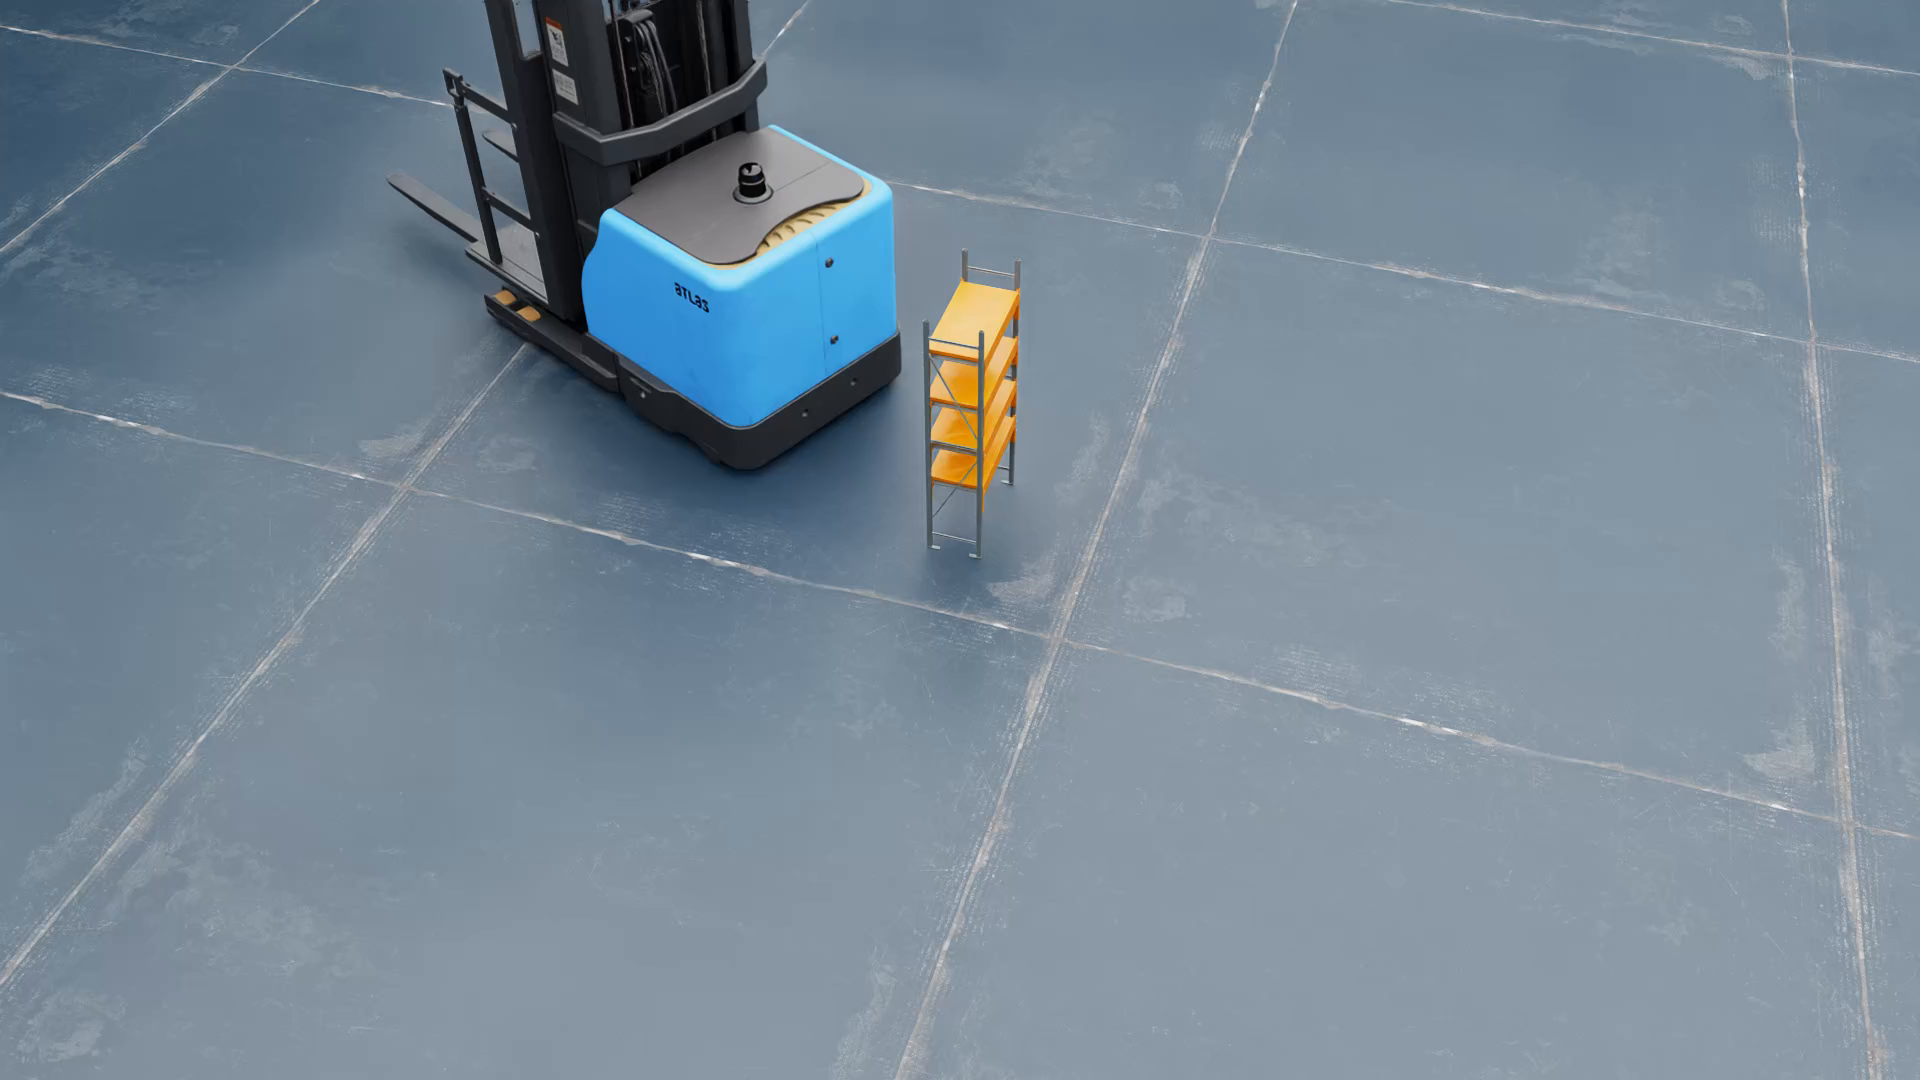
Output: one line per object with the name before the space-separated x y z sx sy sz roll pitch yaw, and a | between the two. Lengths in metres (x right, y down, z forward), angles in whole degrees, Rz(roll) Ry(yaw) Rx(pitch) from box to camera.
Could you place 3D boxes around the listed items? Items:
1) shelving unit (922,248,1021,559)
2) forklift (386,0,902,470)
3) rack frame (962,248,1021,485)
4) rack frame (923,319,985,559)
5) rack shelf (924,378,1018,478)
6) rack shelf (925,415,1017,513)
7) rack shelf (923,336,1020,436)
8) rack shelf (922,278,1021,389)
shelving unit | 0.050 -0.539 6.842 0.258 1.200 0.503 13 46 12
forklift | -1.701 -2.263 7.366 3.031 2.935 1.130 33 53 29
rack frame | 0.124 -0.702 7.008 0.240 1.200 0.015 13 46 12
rack frame | -0.024 -0.377 6.676 0.240 1.200 0.015 13 46 12
rack shelf | 0.050 -0.491 6.889 0.258 0.148 0.480 13 46 12
rack shelf | 0.050 -0.349 7.028 0.258 0.148 0.480 13 46 12
rack shelf | 0.050 -0.651 6.733 0.258 0.148 0.480 13 46 12
rack shelf | 0.050 -0.820 6.567 0.258 0.148 0.480 13 46 12
